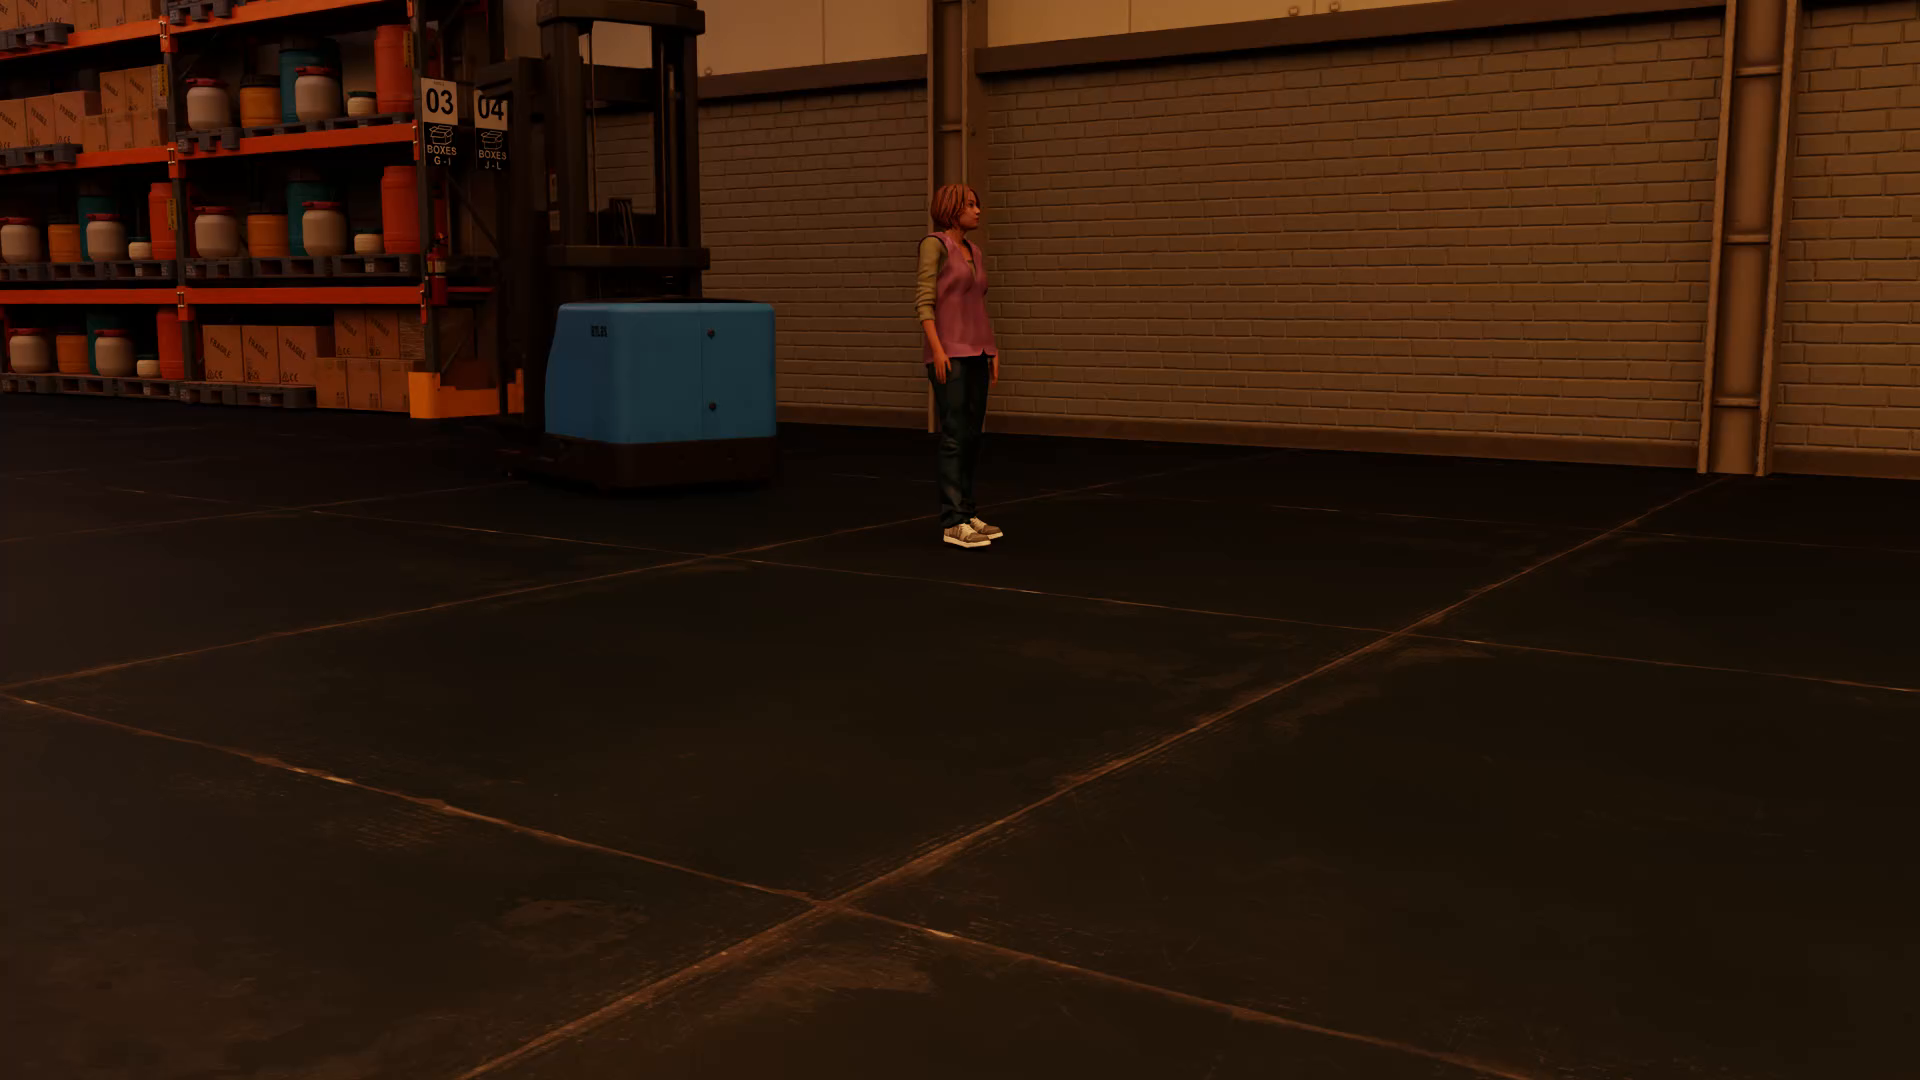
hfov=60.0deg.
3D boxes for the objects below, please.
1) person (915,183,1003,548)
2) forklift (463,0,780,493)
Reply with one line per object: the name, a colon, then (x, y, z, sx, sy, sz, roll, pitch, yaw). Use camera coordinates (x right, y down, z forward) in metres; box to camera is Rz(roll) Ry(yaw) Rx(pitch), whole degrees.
person: (0.054, -0.791, 7.437, 0.473, 1.599, 0.520, 5, 10, 34)
forklift: (-2.312, -1.875, 10.379, 1.130, 2.935, 3.031, -6, 10, -35)
